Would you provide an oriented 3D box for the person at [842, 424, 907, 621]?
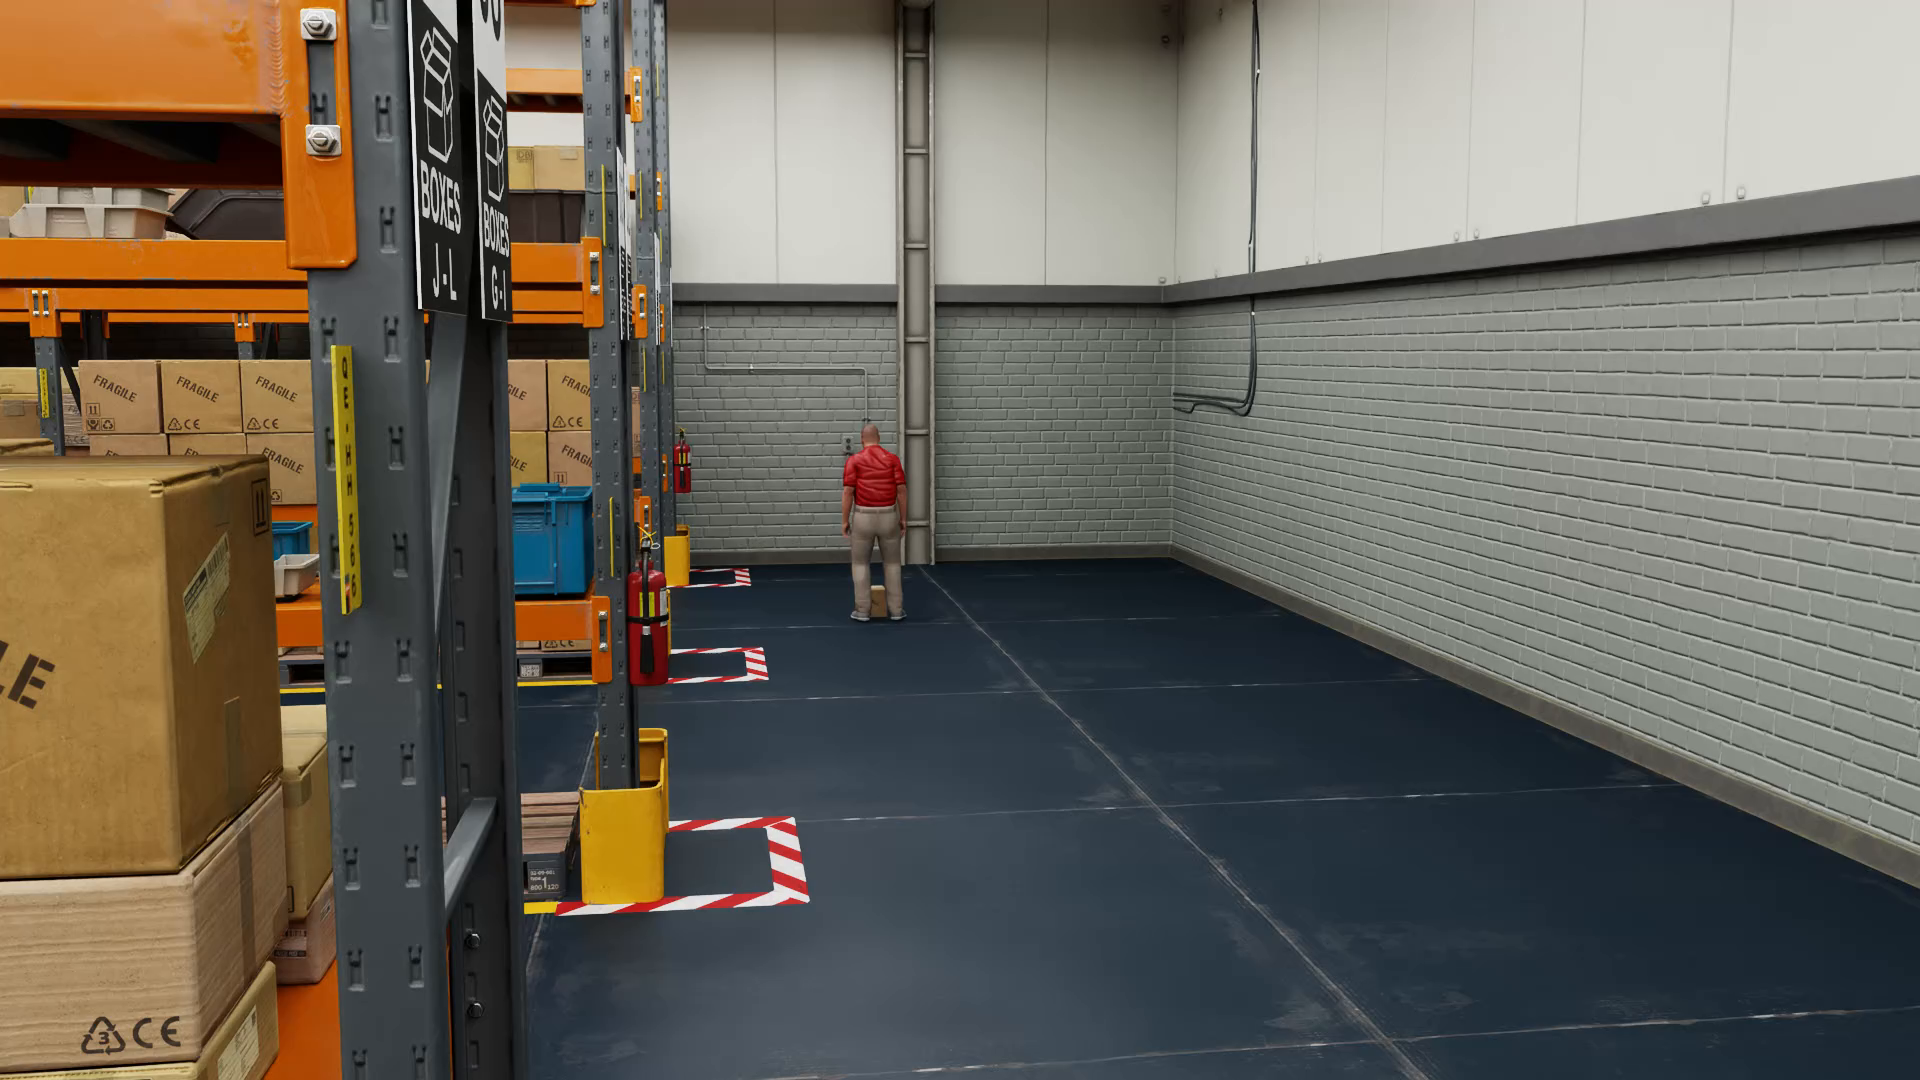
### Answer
[{"bbox_3d":[-0.750,-0.151,14.622,0.594,1.725,0.393,-1,7,-12],"label":"person"}]
